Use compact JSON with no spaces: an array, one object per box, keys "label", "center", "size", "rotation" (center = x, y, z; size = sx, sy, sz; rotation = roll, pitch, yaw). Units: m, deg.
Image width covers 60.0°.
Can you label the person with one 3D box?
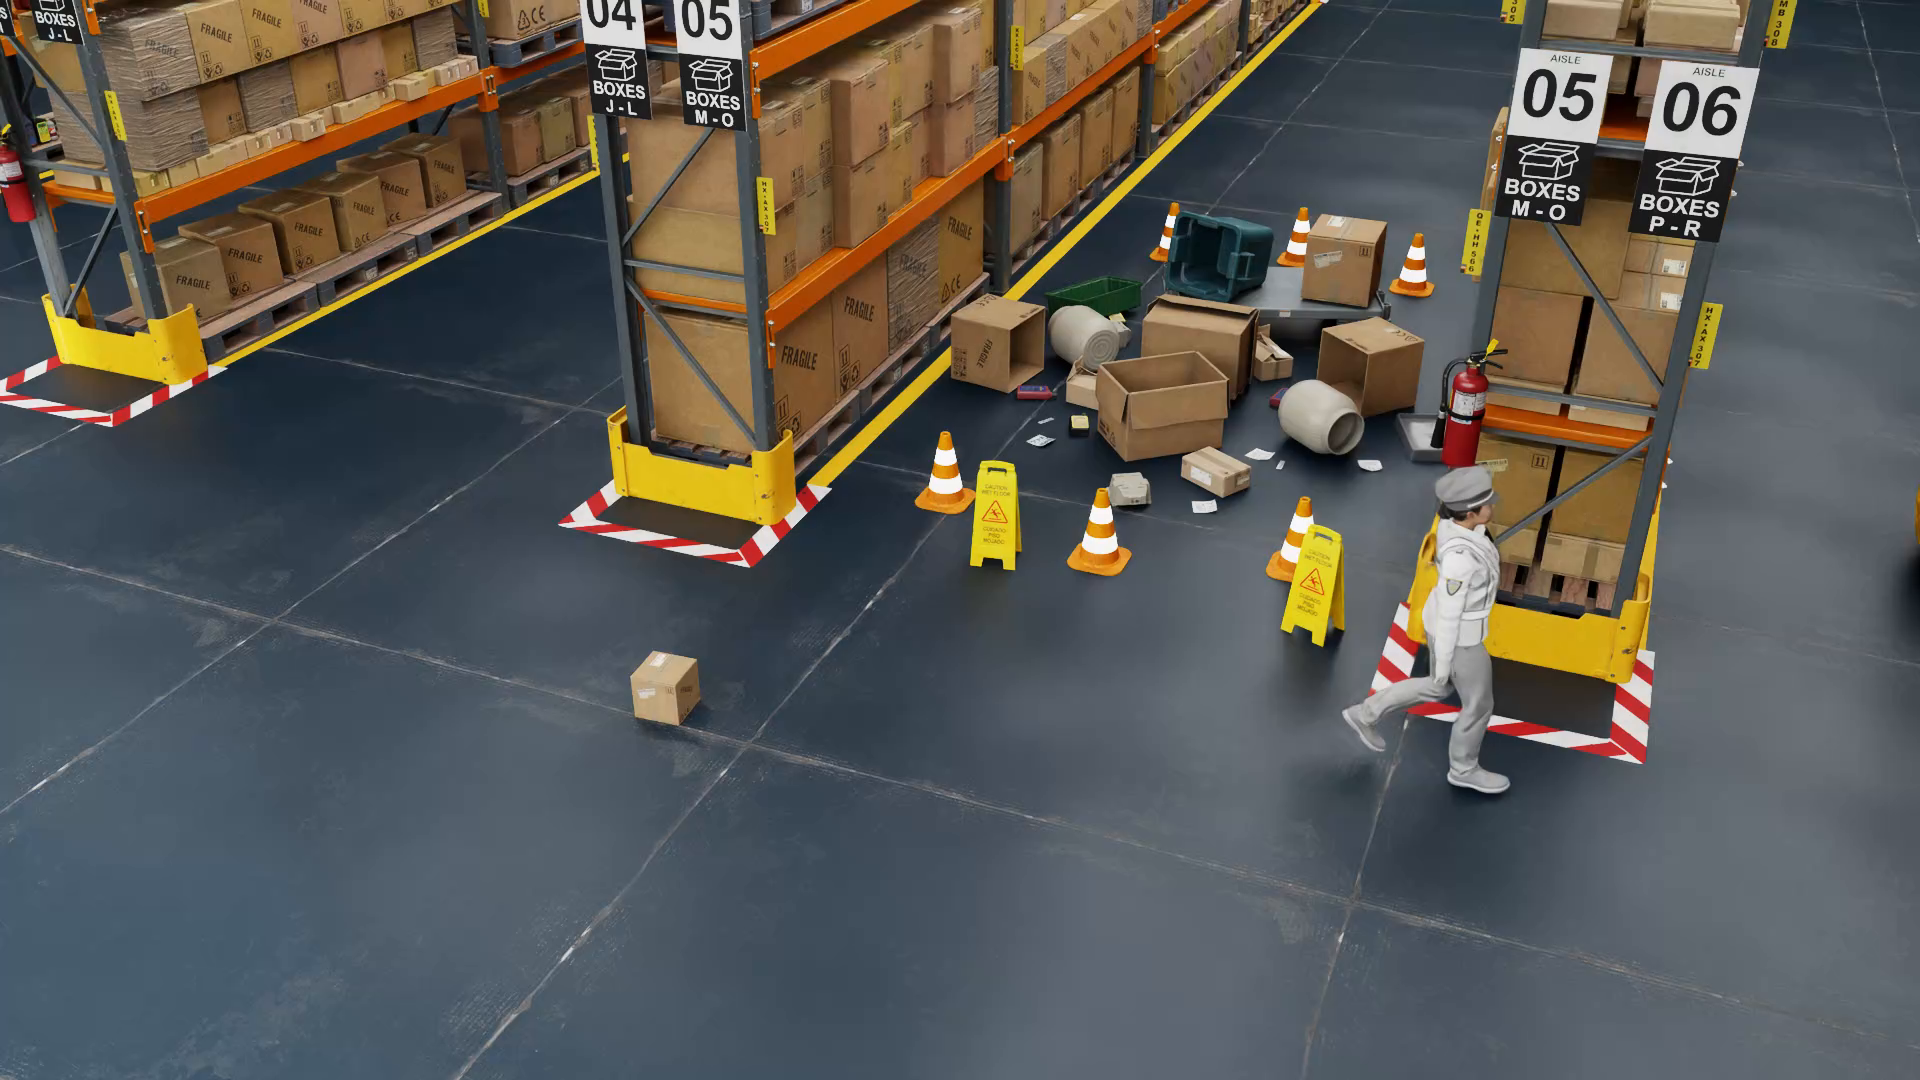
[{"label":"person","center":[2.234,0.401,7.641],"size":[0.805,1.658,0.489],"rotation":[5,30,8]}]
